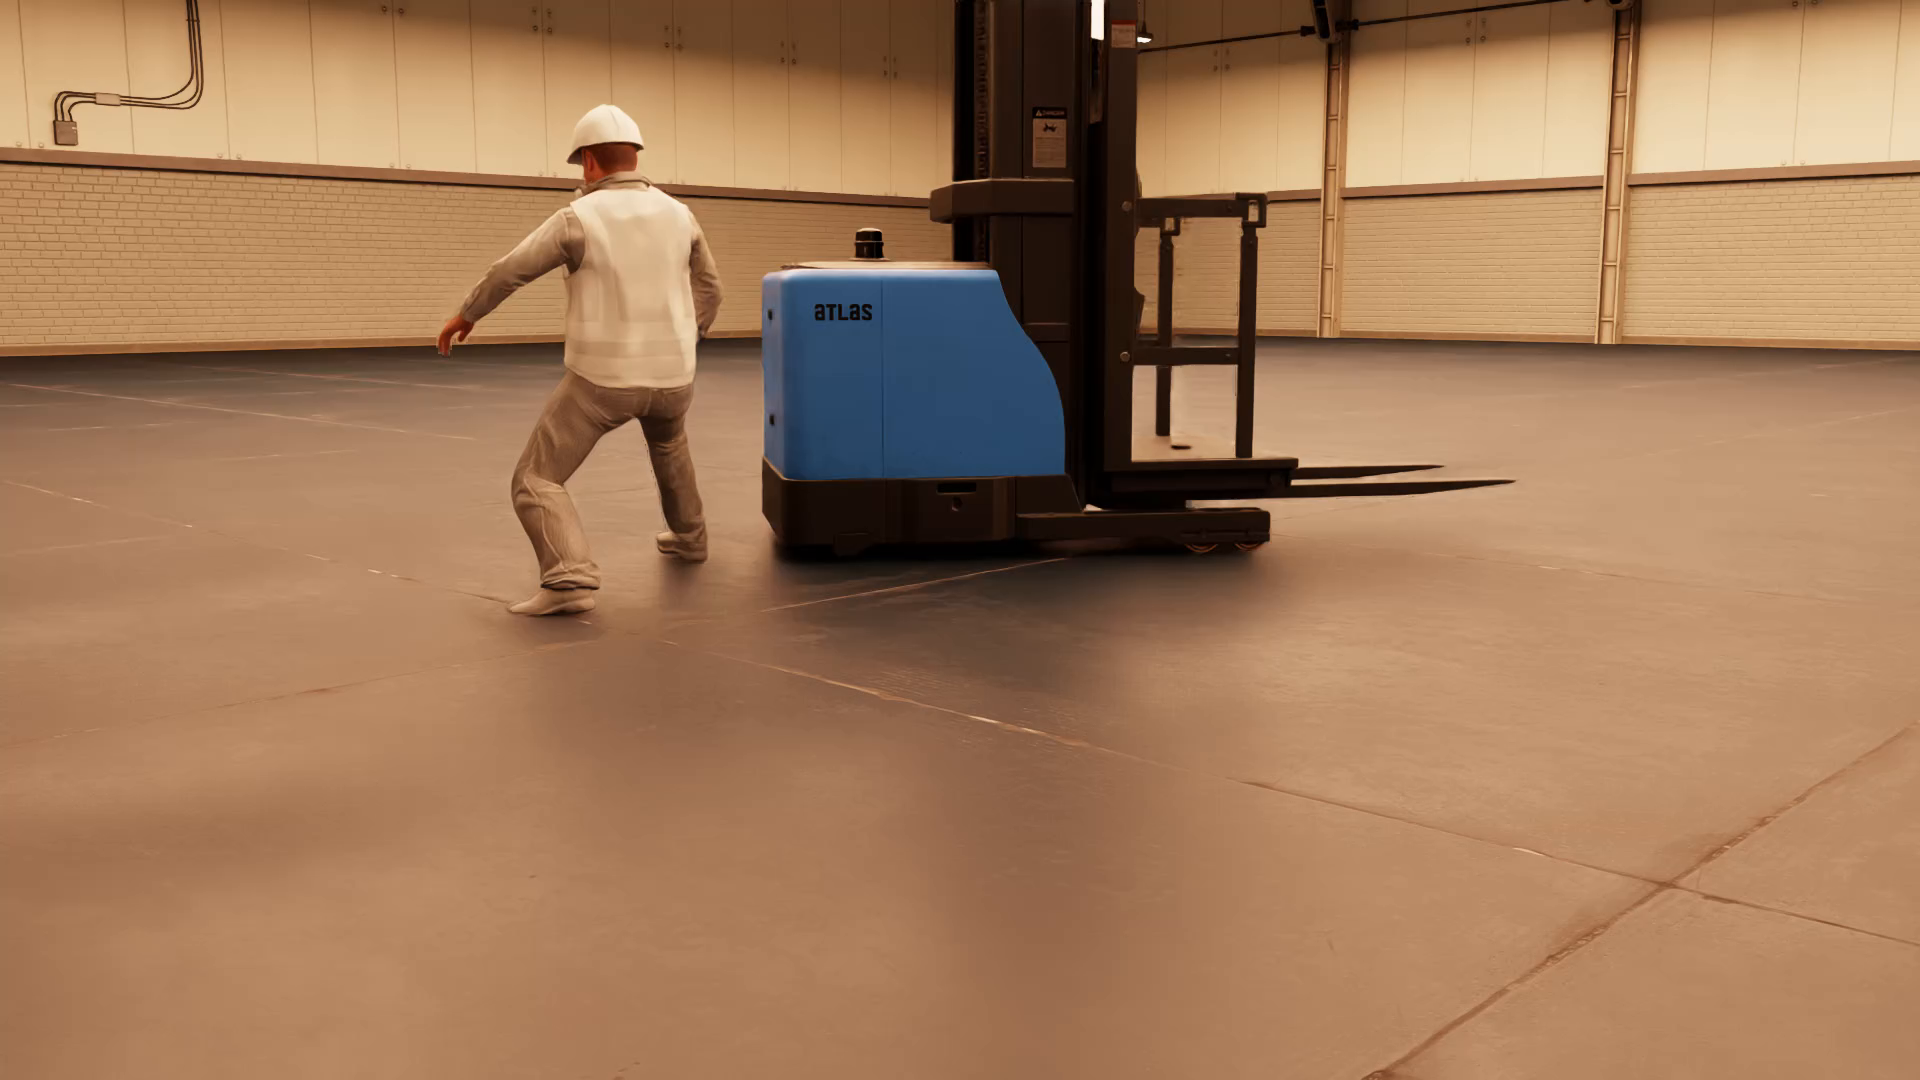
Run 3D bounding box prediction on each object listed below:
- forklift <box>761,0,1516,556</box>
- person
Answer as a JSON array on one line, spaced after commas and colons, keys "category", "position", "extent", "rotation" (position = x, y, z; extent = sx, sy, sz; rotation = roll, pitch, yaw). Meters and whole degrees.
[{"category": "forklift", "position": [0.737, -1.476, 6.675], "extent": [3.031, 2.935, 1.130], "rotation": [-2, 9, -11]}, {"category": "person", "position": [-1.194, -0.614, 5.565], "extent": [0.982, 1.627, 0.896], "rotation": [-6, 11, -36]}]
